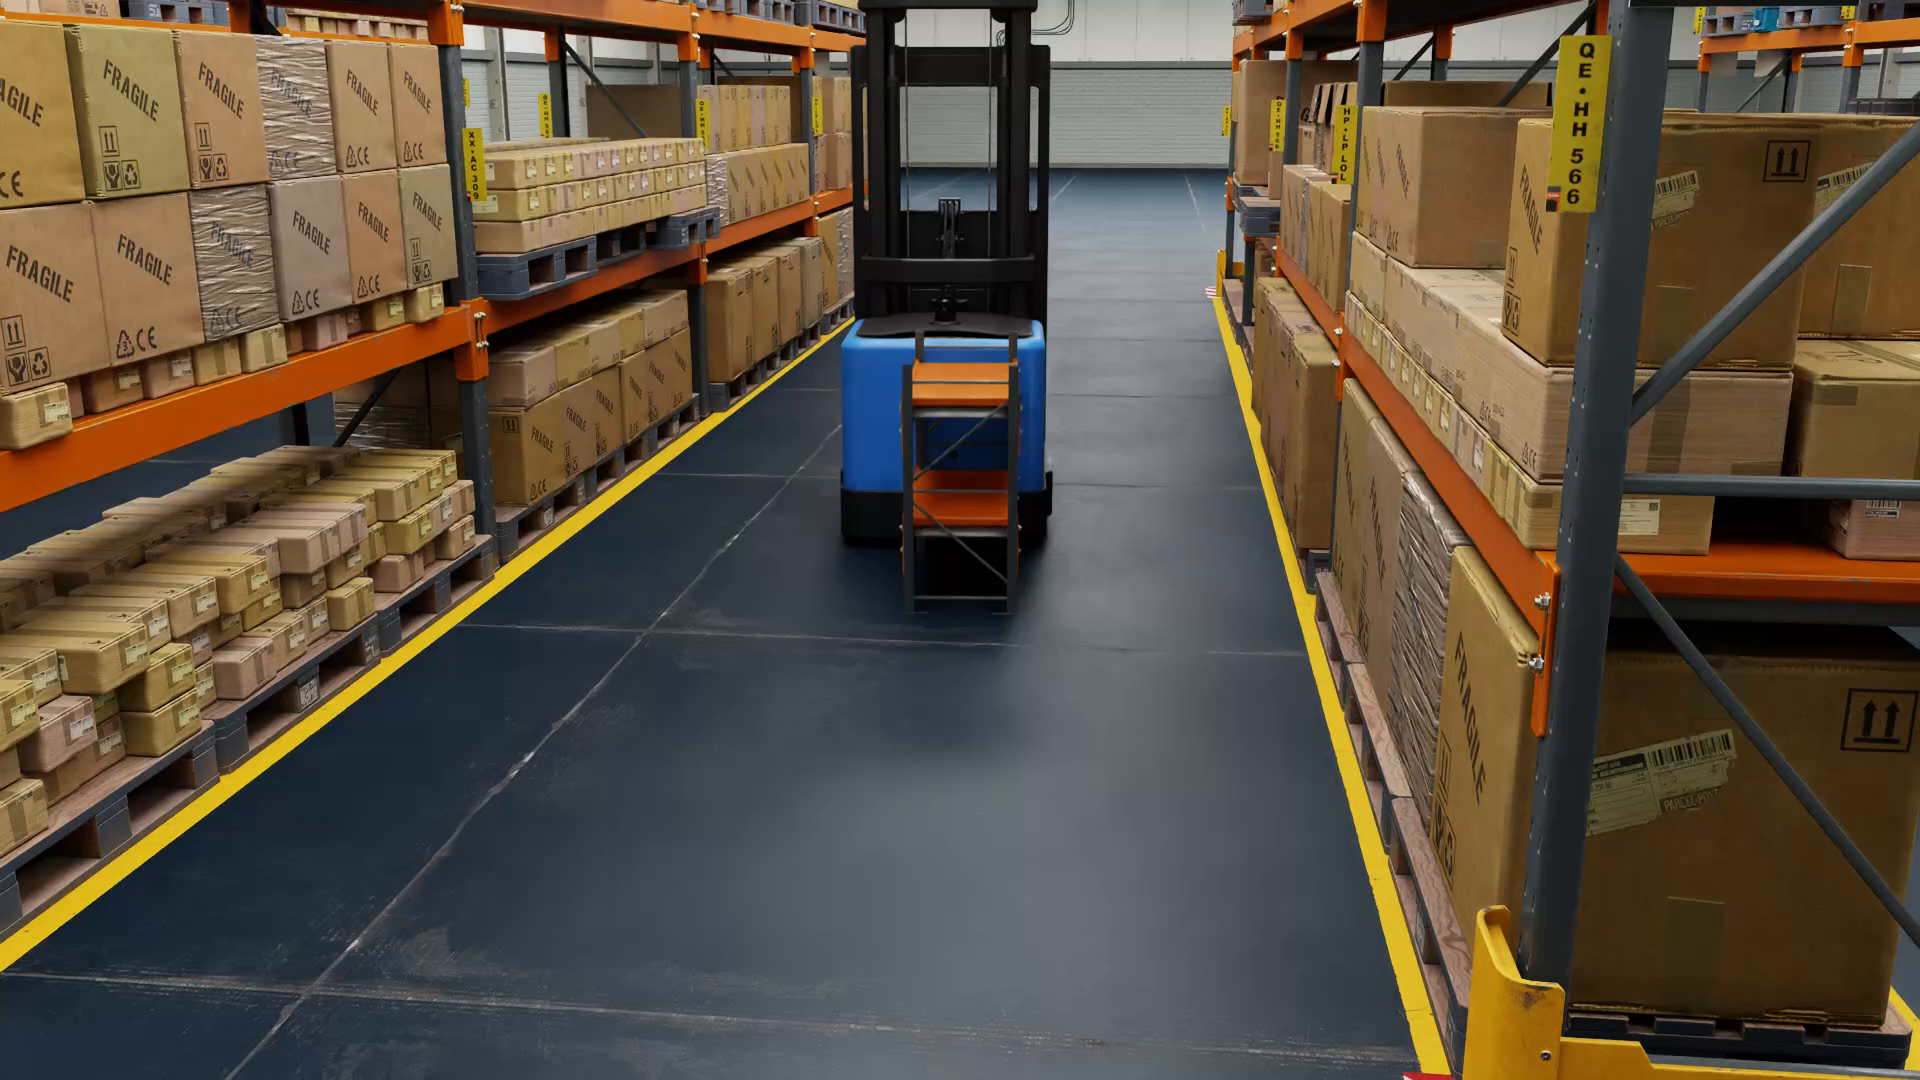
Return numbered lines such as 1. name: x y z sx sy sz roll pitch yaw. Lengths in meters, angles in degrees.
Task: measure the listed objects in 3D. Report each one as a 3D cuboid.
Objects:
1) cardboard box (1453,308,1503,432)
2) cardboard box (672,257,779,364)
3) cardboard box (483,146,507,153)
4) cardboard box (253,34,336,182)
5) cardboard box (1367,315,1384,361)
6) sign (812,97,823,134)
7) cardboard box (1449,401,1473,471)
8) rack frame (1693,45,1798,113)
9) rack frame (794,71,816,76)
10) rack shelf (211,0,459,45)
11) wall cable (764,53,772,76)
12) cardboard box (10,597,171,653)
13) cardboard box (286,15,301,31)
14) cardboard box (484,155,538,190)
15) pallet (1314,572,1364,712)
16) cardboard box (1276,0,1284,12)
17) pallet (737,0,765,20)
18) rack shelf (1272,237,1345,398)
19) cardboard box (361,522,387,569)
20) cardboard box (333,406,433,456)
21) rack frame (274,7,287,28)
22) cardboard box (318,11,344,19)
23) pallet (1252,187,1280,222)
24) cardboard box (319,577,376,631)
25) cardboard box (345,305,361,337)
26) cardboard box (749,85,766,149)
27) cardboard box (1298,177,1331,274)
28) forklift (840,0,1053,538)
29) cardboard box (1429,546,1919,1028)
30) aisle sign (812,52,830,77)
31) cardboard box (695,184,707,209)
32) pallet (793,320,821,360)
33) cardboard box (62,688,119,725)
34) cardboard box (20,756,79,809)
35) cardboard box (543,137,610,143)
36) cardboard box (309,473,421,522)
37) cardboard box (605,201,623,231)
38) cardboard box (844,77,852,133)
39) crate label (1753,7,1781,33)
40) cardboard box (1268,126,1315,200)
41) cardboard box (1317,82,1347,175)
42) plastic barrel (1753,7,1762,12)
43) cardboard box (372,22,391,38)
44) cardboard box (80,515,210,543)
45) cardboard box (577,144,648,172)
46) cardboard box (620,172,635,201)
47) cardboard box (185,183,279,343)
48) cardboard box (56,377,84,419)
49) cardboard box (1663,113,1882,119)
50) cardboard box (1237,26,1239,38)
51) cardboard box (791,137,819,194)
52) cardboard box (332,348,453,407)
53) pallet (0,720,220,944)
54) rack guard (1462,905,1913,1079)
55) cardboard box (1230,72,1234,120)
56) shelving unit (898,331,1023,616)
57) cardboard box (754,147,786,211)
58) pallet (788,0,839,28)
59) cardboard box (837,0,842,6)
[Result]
1. cardboard box: 1.562 -0.430 4.222 0.500 0.250 0.500 1 15 5
2. cardboard box: -2.048 -1.840 13.224 1.050 0.750 0.750 2 15 7
3. cardboard box: -2.754 -2.120 9.292 0.380 0.149 0.250 1 15 4
4. cardboard box: -2.662 -1.581 6.087 0.500 0.500 0.500 2 15 8
5. cardboard box: 1.713 -0.738 6.126 0.380 0.149 0.250 1 15 5
6. sign: -1.310 -3.885 15.218 0.100 0.325 0.005 2 15 6
7. cardboard box: 1.512 -0.272 4.402 0.380 0.149 0.250 2 15 7
8. rack frame: 8.439 -4.097 18.068 1.000 3.000 0.127 2 15 6
9. rack frame: -1.399 -4.416 19.245 1.000 3.000 0.127 2 15 6
10. rack shelf: -2.979 -1.885 5.519 1.077 0.370 4.000 2 15 6
11. wall cable: -7.204 -14.429 50.734 3.097 2.526 0.112 2 15 6
12. cardboard box: -2.794 0.291 5.356 0.380 0.149 0.250 1 15 4
13. cardboard box: -6.498 -4.899 15.767 0.380 0.149 0.250 1 15 5
14. cardboard box: -2.251 -1.760 7.963 0.380 0.149 0.250 2 15 9
15. pallet: 2.000 0.410 6.741 1.003 0.211 1.213 2 15 6
16. cardboard box: 2.468 -3.804 11.523 0.500 0.250 0.500 2 15 6
17. pallet: -2.158 -4.156 12.901 1.003 0.211 1.213 2 15 9
18. rack shelf: 2.390 -1.302 9.110 1.077 0.370 4.000 2 15 6
19. cardboard box: -2.629 0.020 6.927 0.380 0.149 0.250 2 15 7
20. cardboard box: -2.920 -0.499 8.744 0.500 0.500 0.500 1 15 5
21. rack frame: -6.780 -3.498 15.851 1.000 3.000 0.127 2 15 6
22. cardboard box: -6.409 -5.257 16.328 0.500 0.250 0.500 2 15 6
23. pallet: 2.798 -2.590 12.863 1.003 0.211 1.213 2 15 6
24. cardboard box: -2.575 0.250 6.646 0.380 0.149 0.250 2 15 6
25. cardboard box: -2.660 -0.899 6.720 0.380 0.149 0.250 1 15 5
26. cardboard box: -2.014 -3.516 13.810 0.700 0.500 0.500 2 15 7
27. cardboard box: 2.122 -1.702 9.019 0.500 0.500 0.500 2 15 6
28. forklift: -0.044 -1.751 9.523 1.130 2.935 3.031 0 15 2
29. cardboard box: 1.705 0.561 4.106 0.875 0.875 0.875 2 15 6
30. aisle sign: -1.689 -5.698 19.006 0.394 0.787 0.004 2 15 6
31. cardboard box: -1.900 -2.281 11.027 0.380 0.149 0.250 2 15 7
32. pallet: -1.862 -1.830 15.024 1.003 0.211 1.213 2 15 6
33. cardboard box: -2.863 0.500 5.152 0.380 0.149 0.250 2 15 7
34. cardboard box: -2.879 0.711 4.943 0.380 0.149 0.250 2 15 6
35. cardboard box: -2.547 -2.594 11.046 0.380 0.149 0.250 2 15 6
36. cardboard box: -2.545 -0.185 7.116 0.380 0.149 0.250 2 15 6
37. cardboard box: -2.109 -1.812 9.294 0.380 0.149 0.250 1 15 5
38. cardboard box: -1.578 -4.486 17.150 0.875 0.550 0.500 2 15 6
39. crate label: 7.900 -4.998 15.937 0.502 0.251 0.408 2 15 6
40. cardboard box: 2.600 -2.708 11.935 0.700 0.500 0.500 4 16 15
41. cardboard box: 2.441 -2.343 9.466 0.797 0.503 0.637 2 15 8
42. plastic barrel: 8.511 -5.826 17.086 0.600 0.830 0.708 2 15 6
43. cardboard box: -6.220 -5.361 17.478 0.380 0.149 0.250 2 15 6
44. cardboard box: -3.132 0.008 6.403 0.380 0.149 0.250 1 15 4
45. cardboard box: -2.049 -2.233 9.712 0.380 0.149 0.250 2 15 9
46. cardboard box: -2.077 -2.023 9.502 0.380 0.149 0.250 1 15 5
47. cardboard box: -2.725 -0.965 5.721 0.500 0.500 0.500 1 15 5
48. cardboard box: -2.878 -0.426 4.971 0.380 0.149 0.250 2 15 9
49. cardboard box: 2.144 -0.907 4.552 0.500 0.500 0.500 1 15 5
50. cardboard box: 3.155 -5.368 17.307 0.500 0.250 0.500 1 15 5
51. cardboard box: -1.820 -3.547 15.744 0.875 0.550 0.550 2 15 6
52. cardboard box: -2.920 -0.862 8.651 0.500 0.250 0.500 1 15 5
53. pallet: -3.069 0.851 5.111 1.003 0.211 1.213 2 15 6
54. rack guard: 1.710 1.119 3.565 1.175 0.500 0.348 2 15 6
55. cardboard box: 3.185 -4.783 17.928 0.500 0.500 0.500 2 15 6
56. shelving unit: 0.016 -0.343 7.774 0.538 1.125 1.048 0 15 2
57. cardboard box: -1.757 -3.021 13.896 0.500 0.500 0.500 2 15 7
58. pallet: -1.747 -4.995 15.812 1.003 0.211 1.213 2 15 6
59. cardboard box: -1.358 -5.304 16.270 0.380 0.149 0.250 1 15 5
